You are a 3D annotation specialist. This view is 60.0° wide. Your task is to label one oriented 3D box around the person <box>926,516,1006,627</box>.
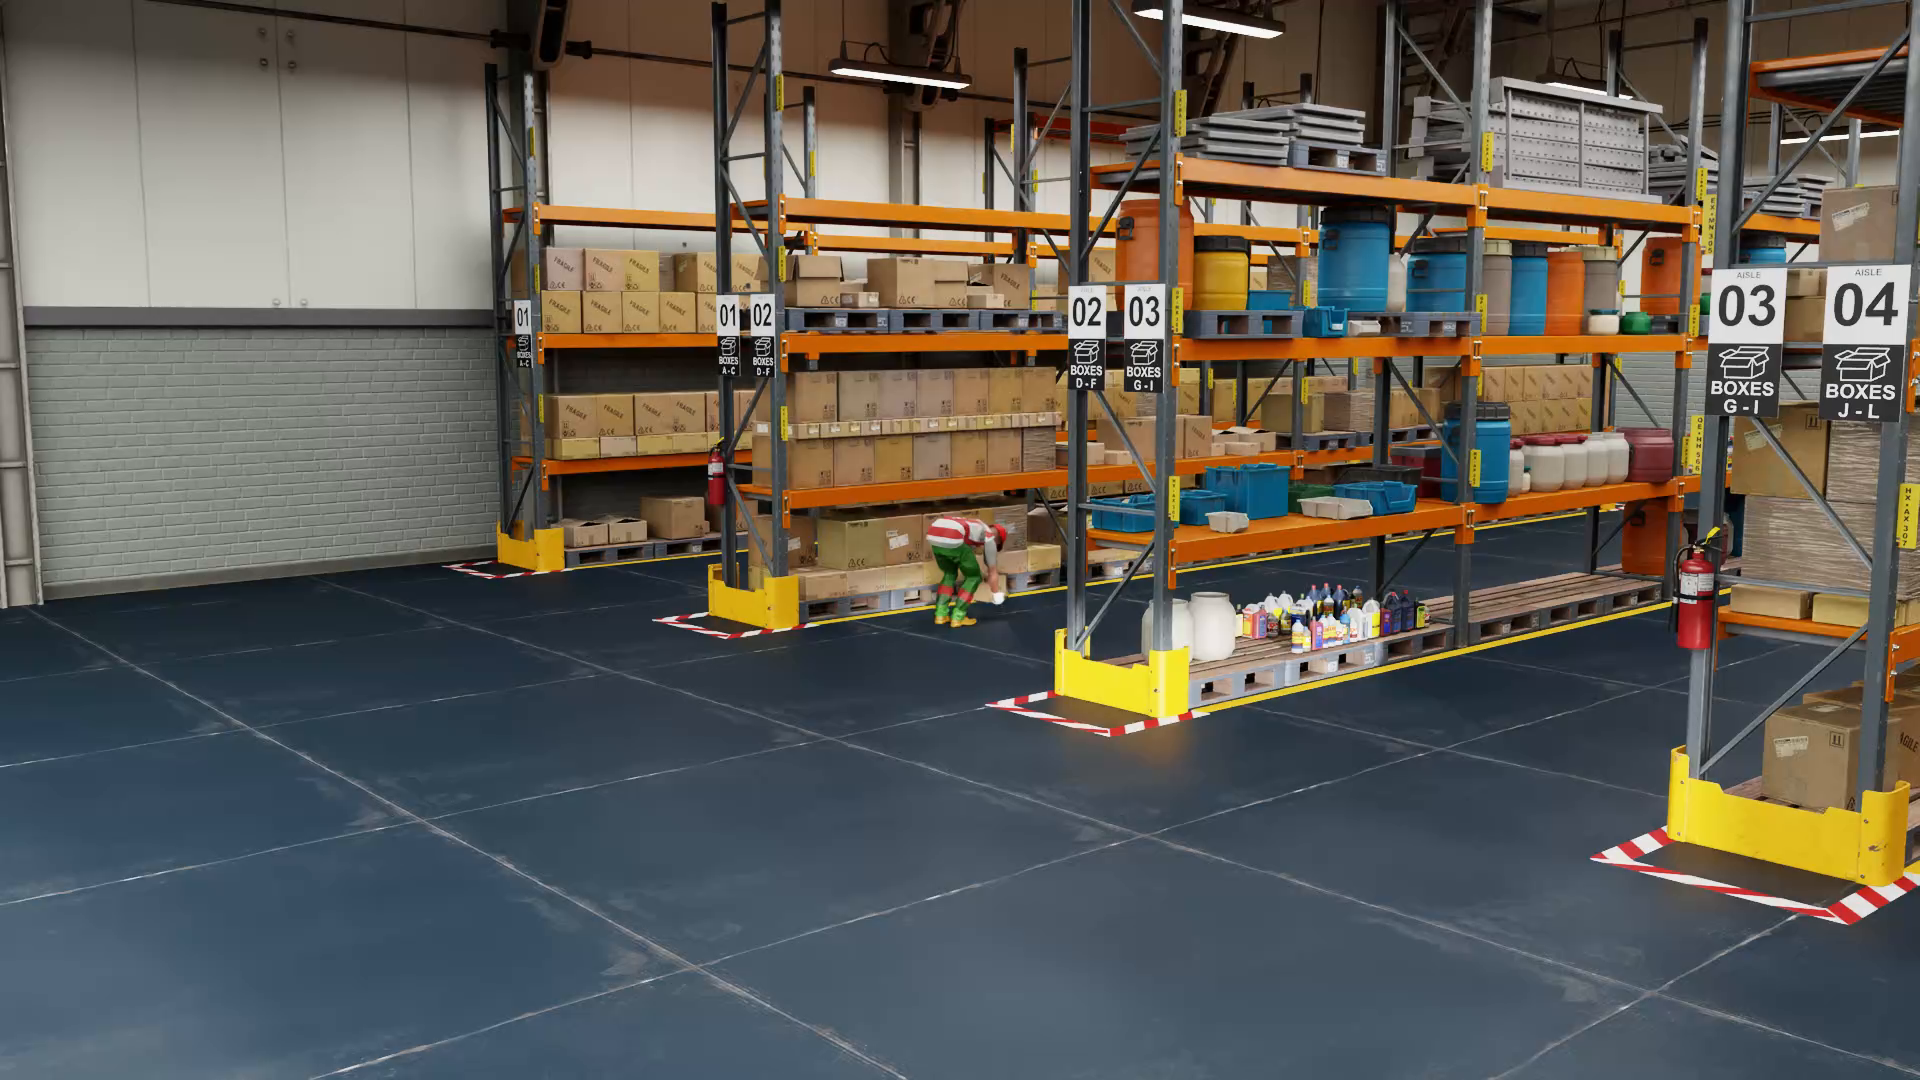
[{"bbox_3d":[0.095,0.277,16.367,0.962,1.060,0.517,-7,10,-43],"label":"person"}]
